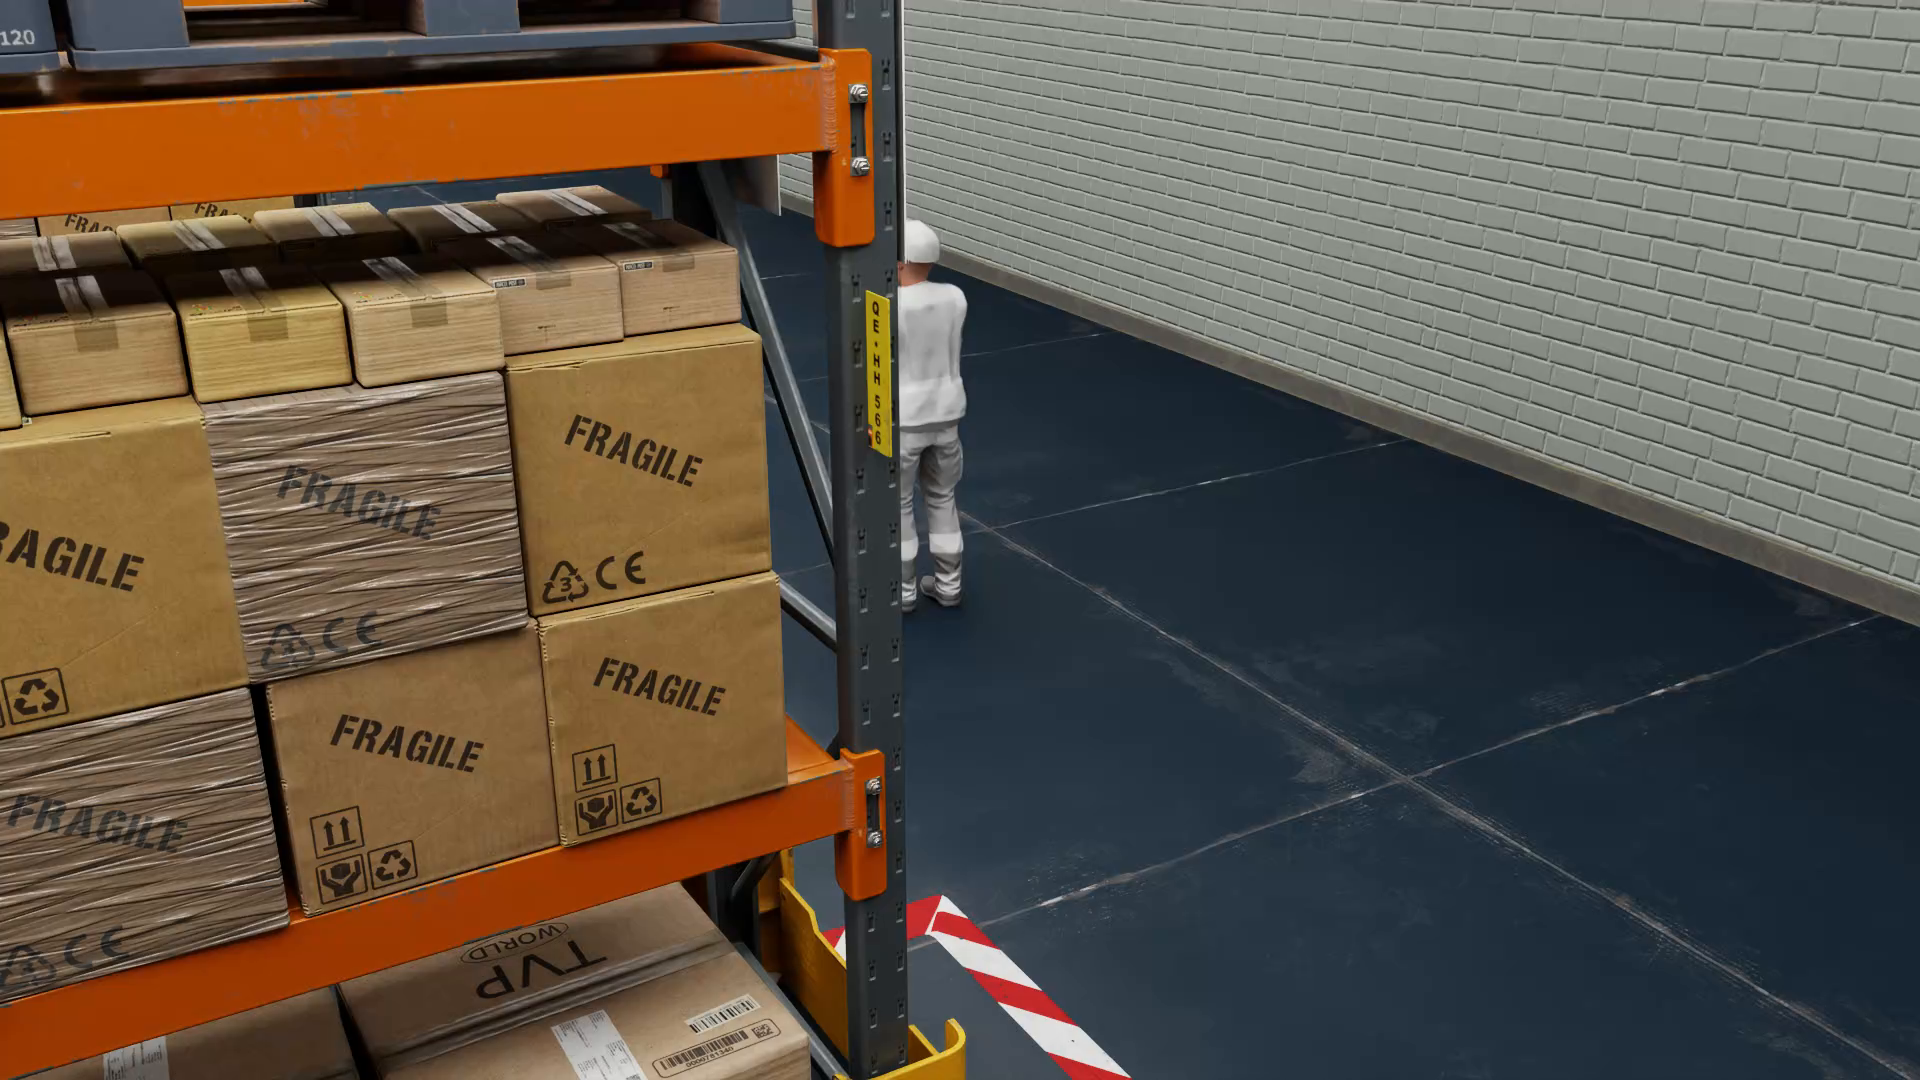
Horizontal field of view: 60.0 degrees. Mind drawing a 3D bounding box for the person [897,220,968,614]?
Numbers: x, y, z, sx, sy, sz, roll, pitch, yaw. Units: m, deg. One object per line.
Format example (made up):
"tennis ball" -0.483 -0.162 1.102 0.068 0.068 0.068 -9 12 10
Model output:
"person" -0.243 -0.558 7.466 0.495 1.787 0.553 -13 25 -29
